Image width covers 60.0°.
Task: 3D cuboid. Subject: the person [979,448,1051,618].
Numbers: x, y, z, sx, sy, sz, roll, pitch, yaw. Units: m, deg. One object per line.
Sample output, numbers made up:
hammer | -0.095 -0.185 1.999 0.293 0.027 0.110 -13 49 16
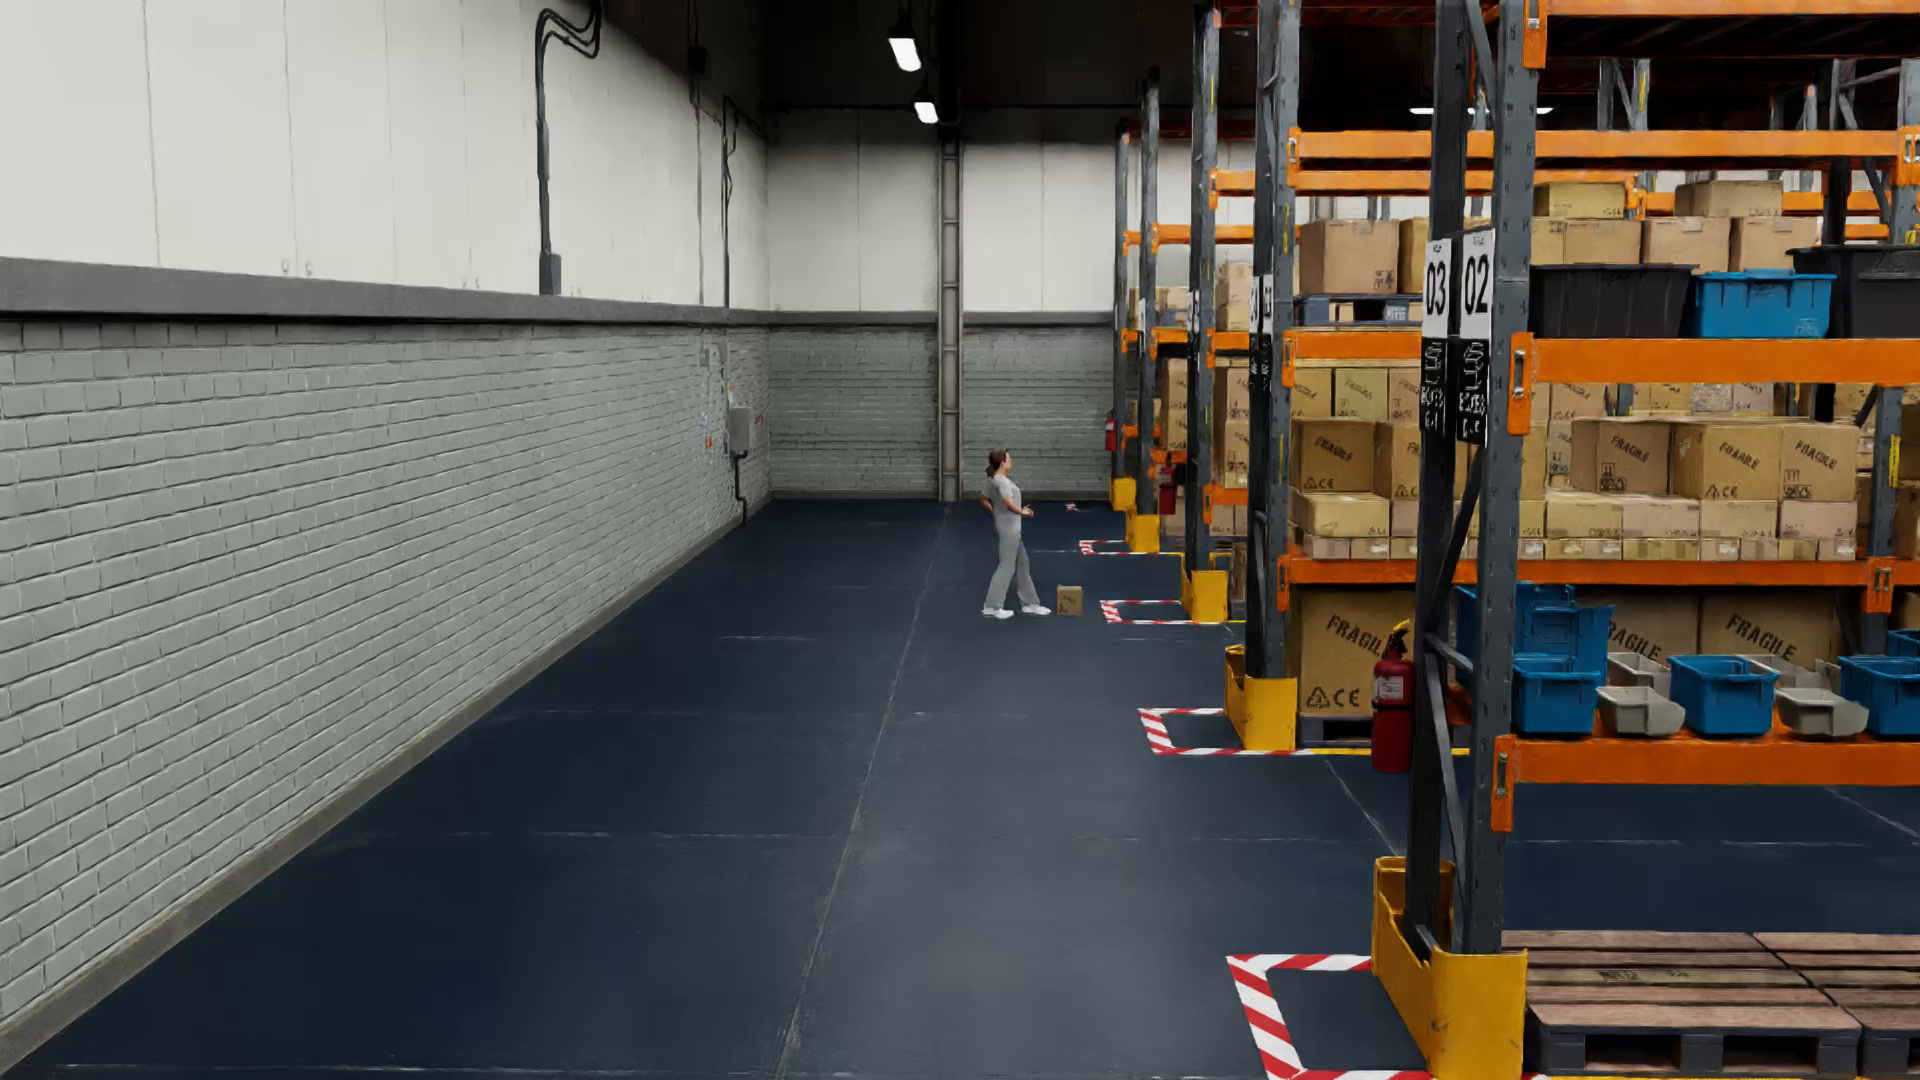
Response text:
person | 0.555 -0.076 16.370 0.731 1.658 0.612 -2 8 -14
